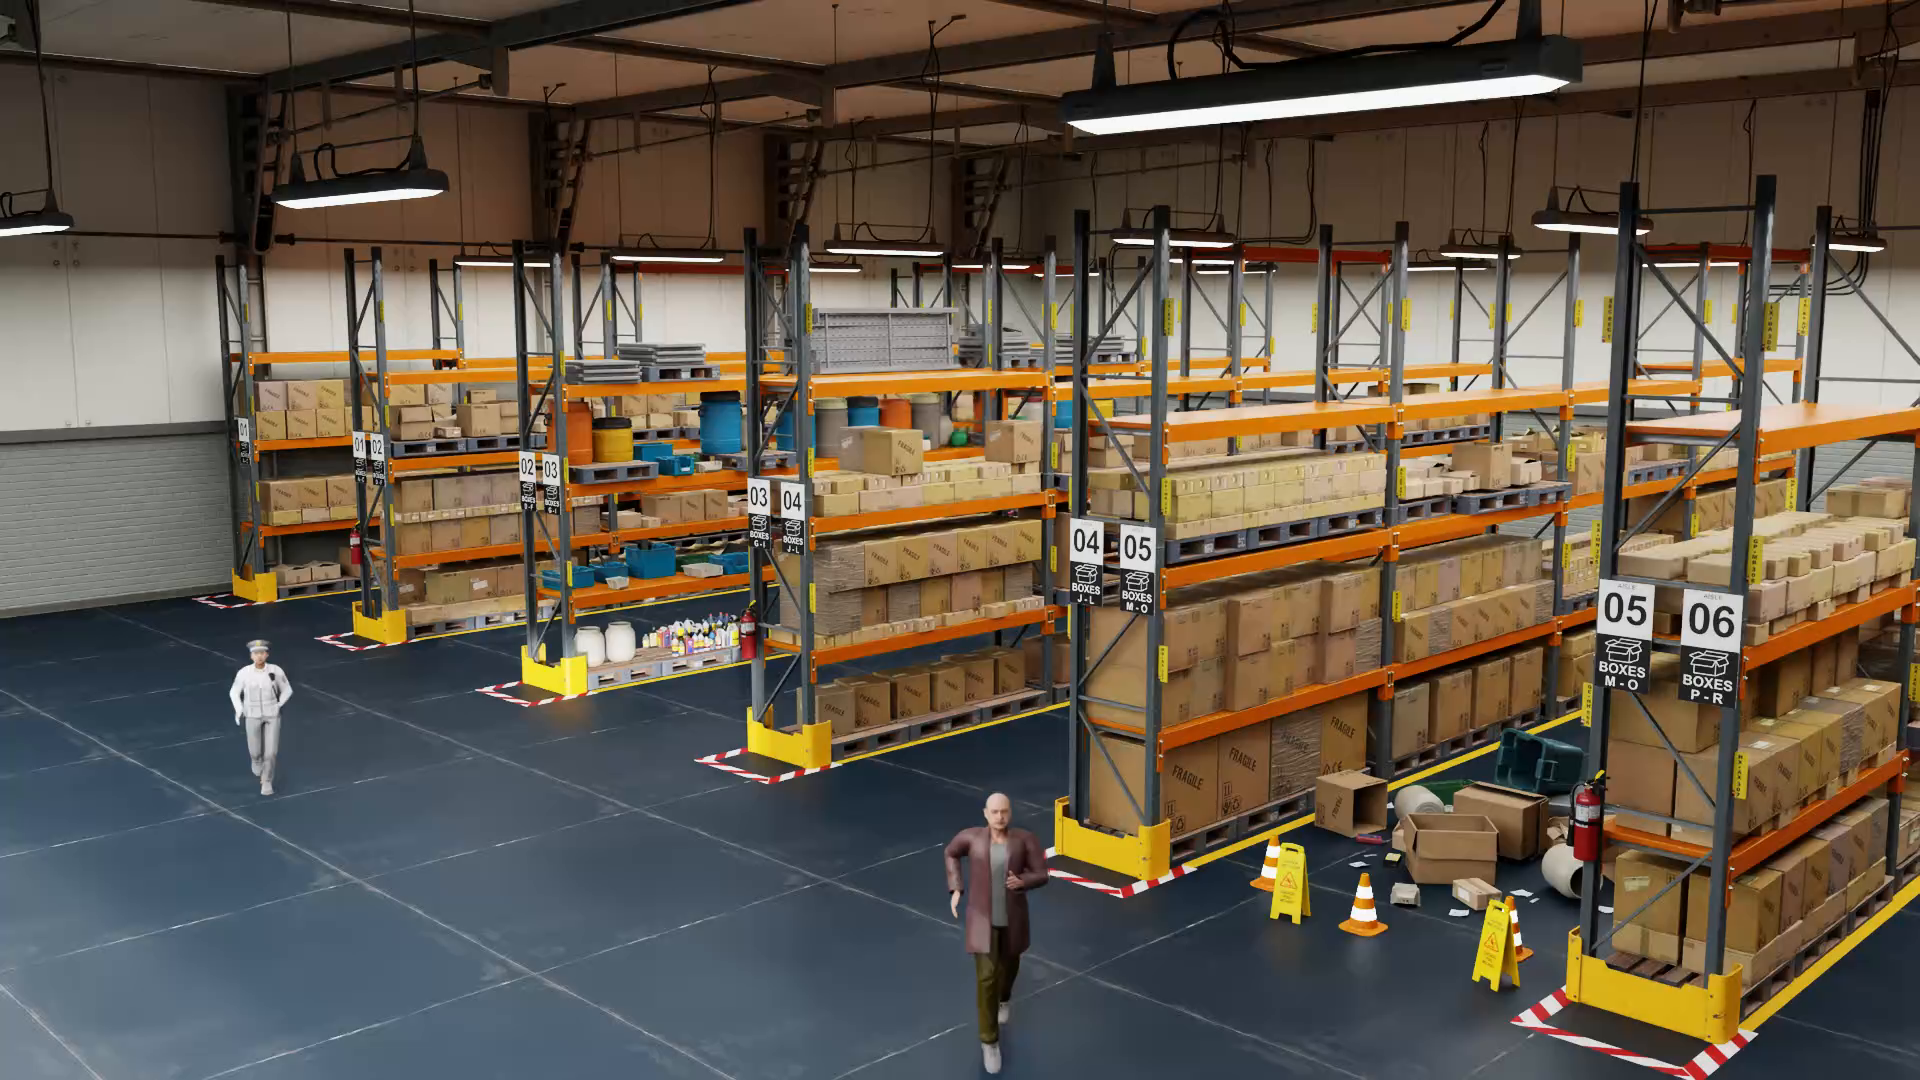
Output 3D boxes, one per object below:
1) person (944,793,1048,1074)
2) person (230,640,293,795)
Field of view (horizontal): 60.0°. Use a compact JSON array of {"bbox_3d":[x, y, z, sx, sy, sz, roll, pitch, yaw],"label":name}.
[{"bbox_3d":[0.259,2.638,11.556,0.690,1.799,1.007,-1,8,-7],"label":"person"},{"bbox_3d":[-7.416,1.868,17.686,0.616,1.655,0.554,-3,9,-22],"label":"person"}]
